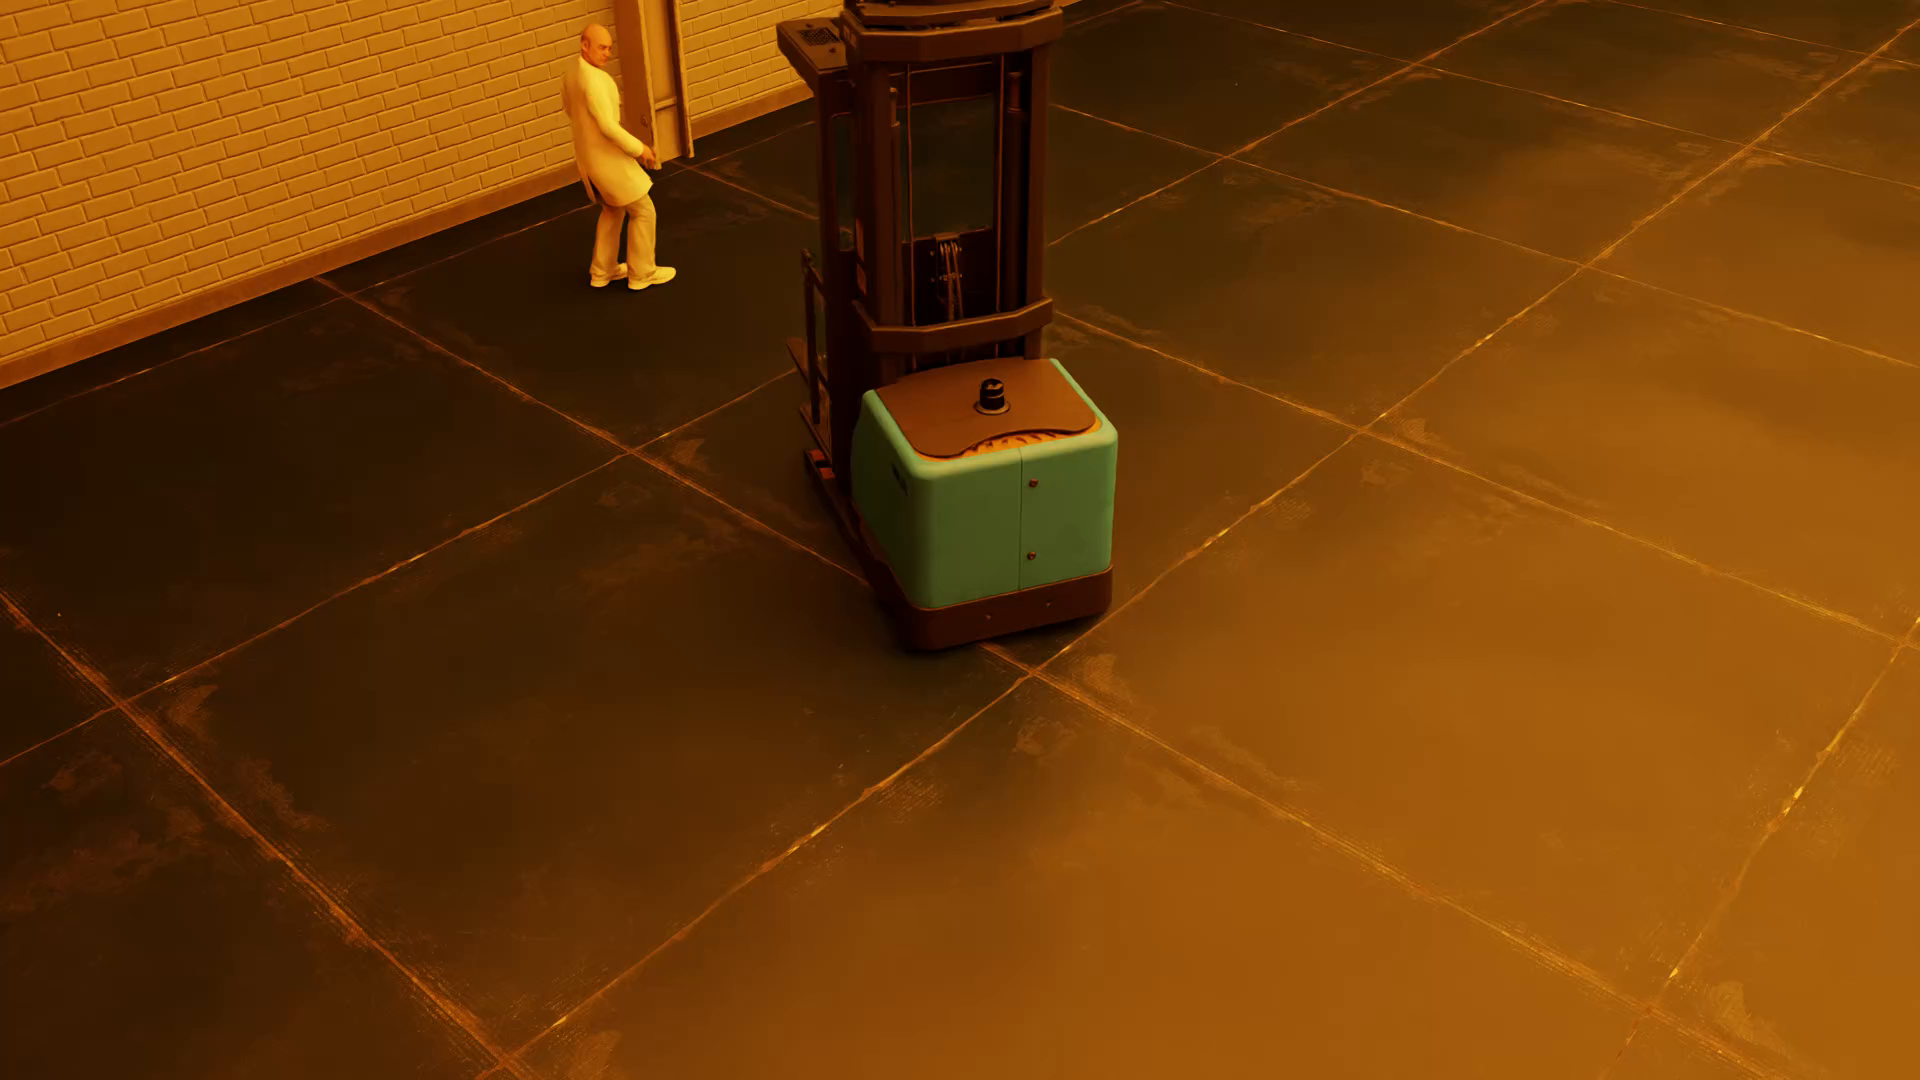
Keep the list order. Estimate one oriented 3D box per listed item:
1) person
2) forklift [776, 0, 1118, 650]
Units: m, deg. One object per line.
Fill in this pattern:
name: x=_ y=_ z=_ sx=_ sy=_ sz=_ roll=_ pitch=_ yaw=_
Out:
person: x=-2.274 y=-2.506 z=10.916 sx=0.543 sy=1.742 sz=0.787 roll=-25 pitch=42 yaw=-32
forklift: x=-0.233 y=-1.515 z=8.417 sx=1.130 sy=2.935 sz=3.031 roll=-12 pitch=36 yaw=-16
